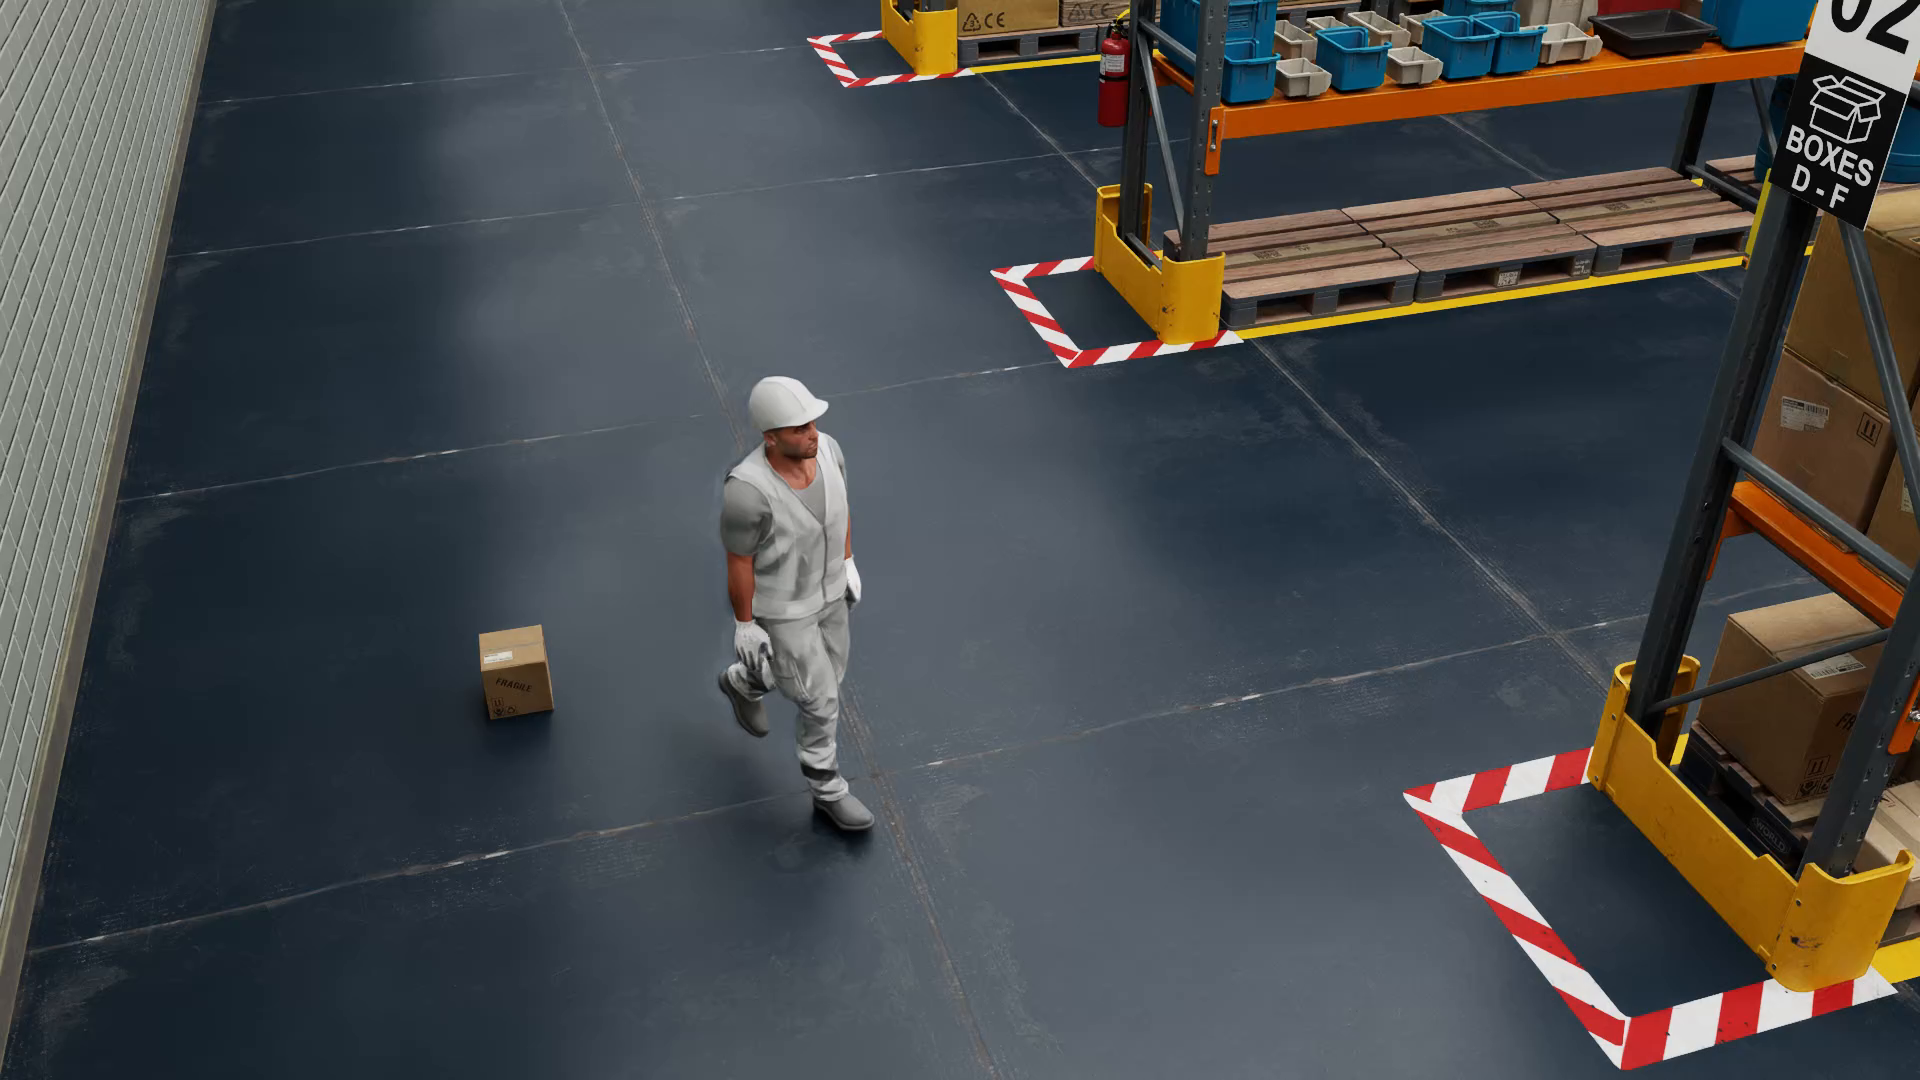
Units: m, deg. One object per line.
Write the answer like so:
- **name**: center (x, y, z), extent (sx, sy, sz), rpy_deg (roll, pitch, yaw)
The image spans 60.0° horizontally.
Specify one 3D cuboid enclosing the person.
- **person**: center (-0.614, 0.175, 5.840), extent (0.842, 1.769, 0.559), rpy_deg (22, 40, 30)
